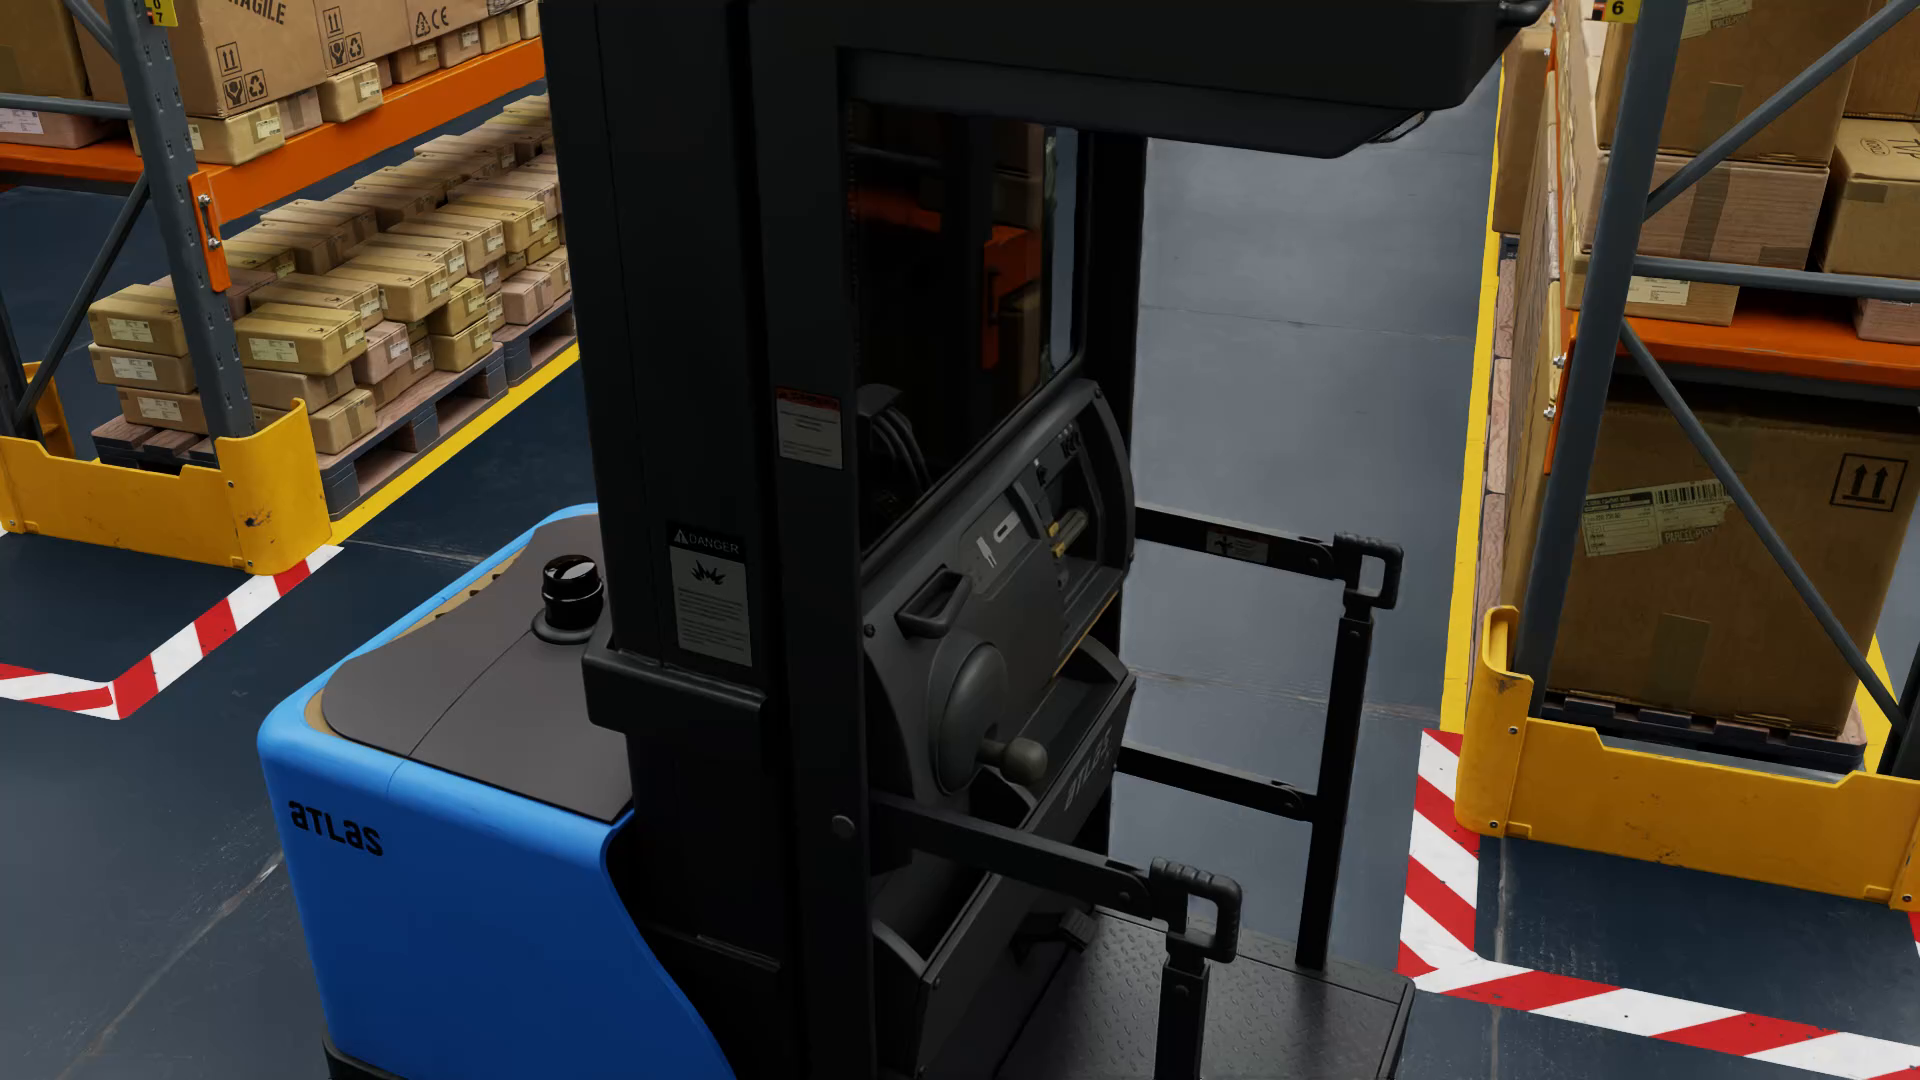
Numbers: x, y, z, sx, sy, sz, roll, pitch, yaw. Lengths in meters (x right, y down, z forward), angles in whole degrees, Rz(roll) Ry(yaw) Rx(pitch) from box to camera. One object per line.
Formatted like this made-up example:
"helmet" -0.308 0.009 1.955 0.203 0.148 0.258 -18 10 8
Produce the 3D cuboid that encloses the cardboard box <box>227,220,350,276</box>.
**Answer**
"cardboard box" -2.663 -1.149 6.619 0.380 0.149 0.250 7 30 13

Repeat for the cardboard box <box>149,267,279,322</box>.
"cardboard box" -2.754 -0.899 6.170 0.380 0.149 0.250 9 30 16

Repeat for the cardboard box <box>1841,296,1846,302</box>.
"cardboard box" 2.410 -0.684 4.152 0.380 0.149 0.250 8 30 14

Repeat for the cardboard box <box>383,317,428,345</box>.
"cardboard box" -2.275 -0.831 6.353 0.380 0.149 0.250 9 30 16

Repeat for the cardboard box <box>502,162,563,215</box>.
"cardboard box" -1.790 -1.548 7.337 0.380 0.149 0.250 7 30 13

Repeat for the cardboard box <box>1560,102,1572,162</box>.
"cardboard box" 2.080 -1.254 5.178 0.380 0.149 0.250 9 30 15

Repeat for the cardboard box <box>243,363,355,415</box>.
"cardboard box" -2.396 -0.586 5.912 0.380 0.149 0.250 10 31 17

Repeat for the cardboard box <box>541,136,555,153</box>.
"cardboard box" -1.731 -1.815 7.815 0.380 0.149 0.250 9 30 17

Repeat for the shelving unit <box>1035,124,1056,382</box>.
"shelving unit" 0.002 -0.659 5.391 0.431 1.500 0.755 8 30 15

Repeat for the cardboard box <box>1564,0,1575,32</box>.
"cardboard box" 2.551 -2.068 6.231 0.500 0.250 0.500 8 30 15

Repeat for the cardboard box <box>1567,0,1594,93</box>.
"cardboard box" 2.252 -1.599 5.386 0.500 0.250 0.500 9 30 15

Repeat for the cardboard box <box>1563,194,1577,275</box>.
"cardboard box" 1.781 -0.780 4.325 0.380 0.149 0.250 9 30 15

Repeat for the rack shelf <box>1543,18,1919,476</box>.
"rack shelf" 2.503 -1.171 5.510 1.077 0.370 4.000 8 30 15

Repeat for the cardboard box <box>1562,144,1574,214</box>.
"cardboard box" 1.930 -1.013 4.744 0.380 0.149 0.250 9 30 16

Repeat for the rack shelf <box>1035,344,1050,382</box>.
"rack shelf" 0.002 -0.374 5.549 0.431 0.370 0.720 8 30 15

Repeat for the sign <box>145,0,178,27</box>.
"sign" -2.277 -1.612 4.672 0.100 0.325 0.005 8 30 15

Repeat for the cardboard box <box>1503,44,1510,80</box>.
"cardboard box" 4.042 -3.211 10.191 1.225 0.875 0.875 7 30 13

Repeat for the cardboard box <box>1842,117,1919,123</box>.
"cardboard box" 2.461 -1.048 4.396 0.500 0.250 0.500 8 30 14

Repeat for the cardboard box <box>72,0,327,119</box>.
"cardboard box" -2.400 -1.654 5.229 0.500 0.500 0.500 10 31 17

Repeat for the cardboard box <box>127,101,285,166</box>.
"cardboard box" -2.387 -1.305 5.269 0.380 0.149 0.250 8 30 14

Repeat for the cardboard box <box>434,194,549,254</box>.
"cardboard box" -1.950 -1.318 6.922 0.380 0.149 0.250 9 30 16

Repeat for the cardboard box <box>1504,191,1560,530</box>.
"cardboard box" 2.295 -0.543 5.394 0.875 0.875 0.875 8 30 15

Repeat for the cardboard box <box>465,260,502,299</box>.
"cardboard box" -2.109 -1.072 6.786 0.380 0.149 0.250 7 30 12

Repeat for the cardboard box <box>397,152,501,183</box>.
"cardboard box" -2.294 -1.623 7.471 0.380 0.149 0.250 7 30 13

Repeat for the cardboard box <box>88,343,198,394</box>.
"cardboard box" -2.914 -0.665 6.054 0.380 0.149 0.250 8 30 14

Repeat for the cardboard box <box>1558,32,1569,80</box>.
"cardboard box" 2.381 -1.729 6.032 0.380 0.149 0.250 8 30 14

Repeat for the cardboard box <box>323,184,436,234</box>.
"cardboard box" -2.454 -1.389 7.049 0.380 0.149 0.250 7 30 13

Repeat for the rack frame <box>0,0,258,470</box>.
"rack frame" -2.796 -1.311 5.021 1.000 3.000 0.127 8 30 15

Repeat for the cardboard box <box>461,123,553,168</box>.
"cardboard box" -2.140 -1.868 7.912 0.380 0.149 0.250 8 30 14

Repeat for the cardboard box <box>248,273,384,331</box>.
"cardboard box" -2.351 -0.849 6.079 0.380 0.149 0.250 9 30 16

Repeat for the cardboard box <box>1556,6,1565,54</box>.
"cardboard box" 2.532 -1.971 6.466 0.380 0.149 0.250 9 30 17

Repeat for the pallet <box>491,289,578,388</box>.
"pallet" -2.141 -1.065 7.448 1.003 0.211 1.213 8 30 15

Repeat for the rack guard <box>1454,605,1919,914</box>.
"rack guard" 1.909 0.547 4.252 1.175 0.500 0.348 8 30 15

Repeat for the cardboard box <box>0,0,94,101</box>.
"cardboard box" -2.910 -1.730 5.366 0.500 0.500 0.500 9 30 16

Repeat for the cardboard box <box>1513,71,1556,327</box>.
"cardboard box" 2.820 -1.375 6.890 0.875 0.875 0.875 8 30 15

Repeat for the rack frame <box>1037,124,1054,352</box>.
"rack frame" 0.109 -0.829 5.697 0.400 1.500 0.023 8 30 15

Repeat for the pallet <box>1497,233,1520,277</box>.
"pallet" 3.245 -1.566 8.348 1.003 0.211 1.213 8 30 15

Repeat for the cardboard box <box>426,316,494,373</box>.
"cardboard box" -2.091 -0.799 6.602 0.380 0.149 0.250 9 30 15

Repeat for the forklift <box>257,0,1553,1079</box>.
"forklift" 0.275 0.071 2.607 3.031 2.935 1.130 13 32 22

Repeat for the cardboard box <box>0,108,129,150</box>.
"cardboard box" -2.970 -1.393 5.427 0.380 0.149 0.250 9 30 15

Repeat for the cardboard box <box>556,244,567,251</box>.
"cardboard box" -1.855 -1.284 7.473 0.380 0.149 0.250 9 30 16

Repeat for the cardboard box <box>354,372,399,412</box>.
"cardboard box" -2.337 -0.580 6.207 0.380 0.149 0.250 8 30 15

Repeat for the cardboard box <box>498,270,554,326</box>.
"cardboard box" -1.951 -1.035 7.025 0.380 0.149 0.250 7 30 12

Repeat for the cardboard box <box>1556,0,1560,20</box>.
"cardboard box" 2.686 -2.215 6.905 0.380 0.149 0.250 9 30 15

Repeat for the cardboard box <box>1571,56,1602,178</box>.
"cardboard box" 1.954 -1.119 4.525 0.500 0.250 0.500 8 30 14

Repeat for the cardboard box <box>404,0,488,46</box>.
"cardboard box" -2.111 -2.132 6.088 0.500 0.500 0.500 9 30 16

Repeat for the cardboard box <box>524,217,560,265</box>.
"cardboard box" -1.980 -1.328 7.246 0.380 0.149 0.250 10 31 17

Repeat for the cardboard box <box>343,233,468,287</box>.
"cardboard box" -2.161 -1.075 6.485 0.380 0.149 0.250 7 30 12

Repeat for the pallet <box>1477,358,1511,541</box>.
"pallet" 2.436 -0.286 6.046 1.003 0.211 1.213 8 30 15

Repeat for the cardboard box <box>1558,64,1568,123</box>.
"cardboard box" 2.229 -1.491 5.603 0.380 0.149 0.250 8 30 13

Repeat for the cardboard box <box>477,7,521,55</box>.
"cardboard box" -1.978 -2.037 6.585 0.380 0.149 0.250 10 30 17

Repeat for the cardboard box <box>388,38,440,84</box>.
"cardboard box" -2.174 -1.809 6.175 0.380 0.149 0.250 8 30 14

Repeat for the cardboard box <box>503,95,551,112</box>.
"cardboard box" -2.058 -2.117 8.359 0.380 0.149 0.250 10 31 17

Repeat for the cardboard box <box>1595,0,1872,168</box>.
"cardboard box" 1.808 -1.212 3.921 0.500 0.500 0.500 9 30 15

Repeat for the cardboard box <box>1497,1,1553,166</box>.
"cardboard box" 3.521 -2.386 8.707 1.225 0.875 0.875 7 30 13

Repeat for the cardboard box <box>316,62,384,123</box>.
"cardboard box" -2.222 -1.547 5.703 0.380 0.149 0.250 8 30 13
